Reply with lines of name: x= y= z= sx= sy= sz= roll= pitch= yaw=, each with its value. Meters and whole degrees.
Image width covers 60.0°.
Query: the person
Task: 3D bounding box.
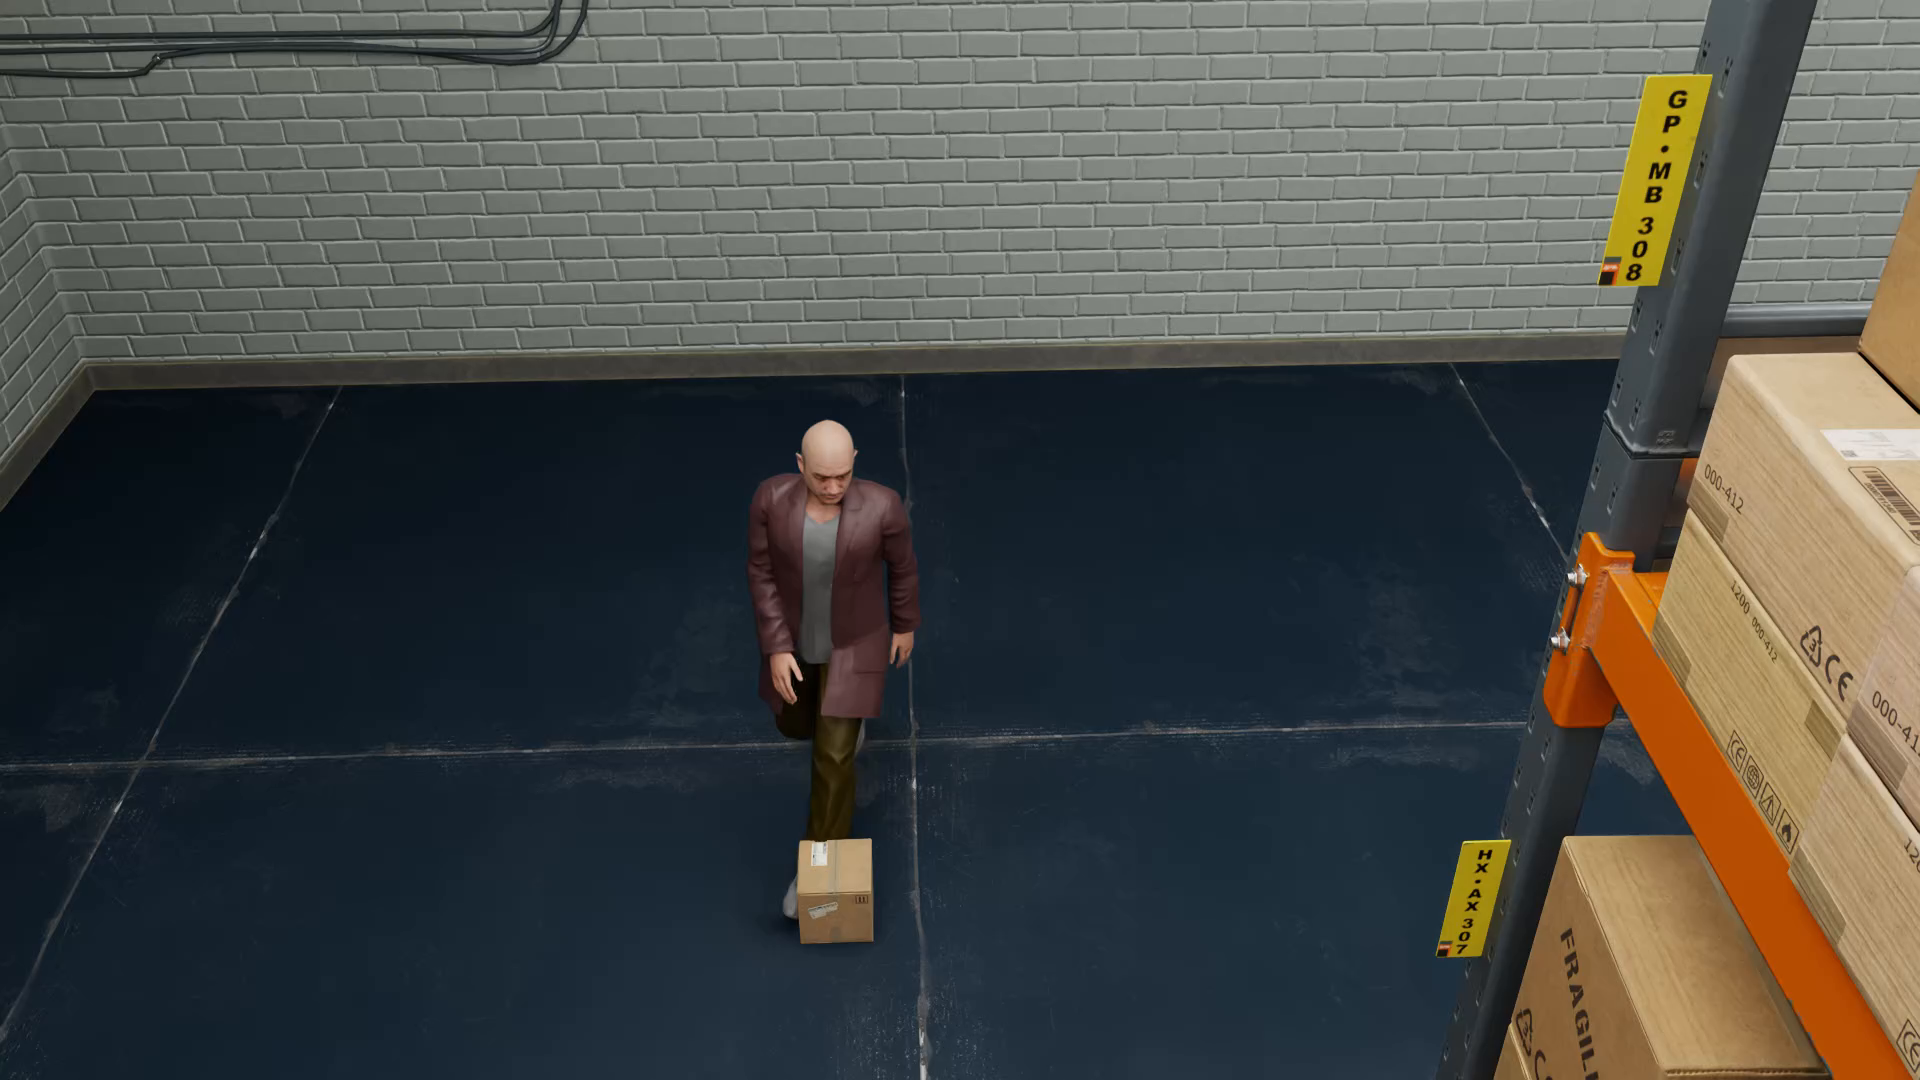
person: x=-0.458 y=0.355 z=5.706 sx=0.557 sy=1.704 sz=1.104 roll=8 pitch=36 yaw=12
